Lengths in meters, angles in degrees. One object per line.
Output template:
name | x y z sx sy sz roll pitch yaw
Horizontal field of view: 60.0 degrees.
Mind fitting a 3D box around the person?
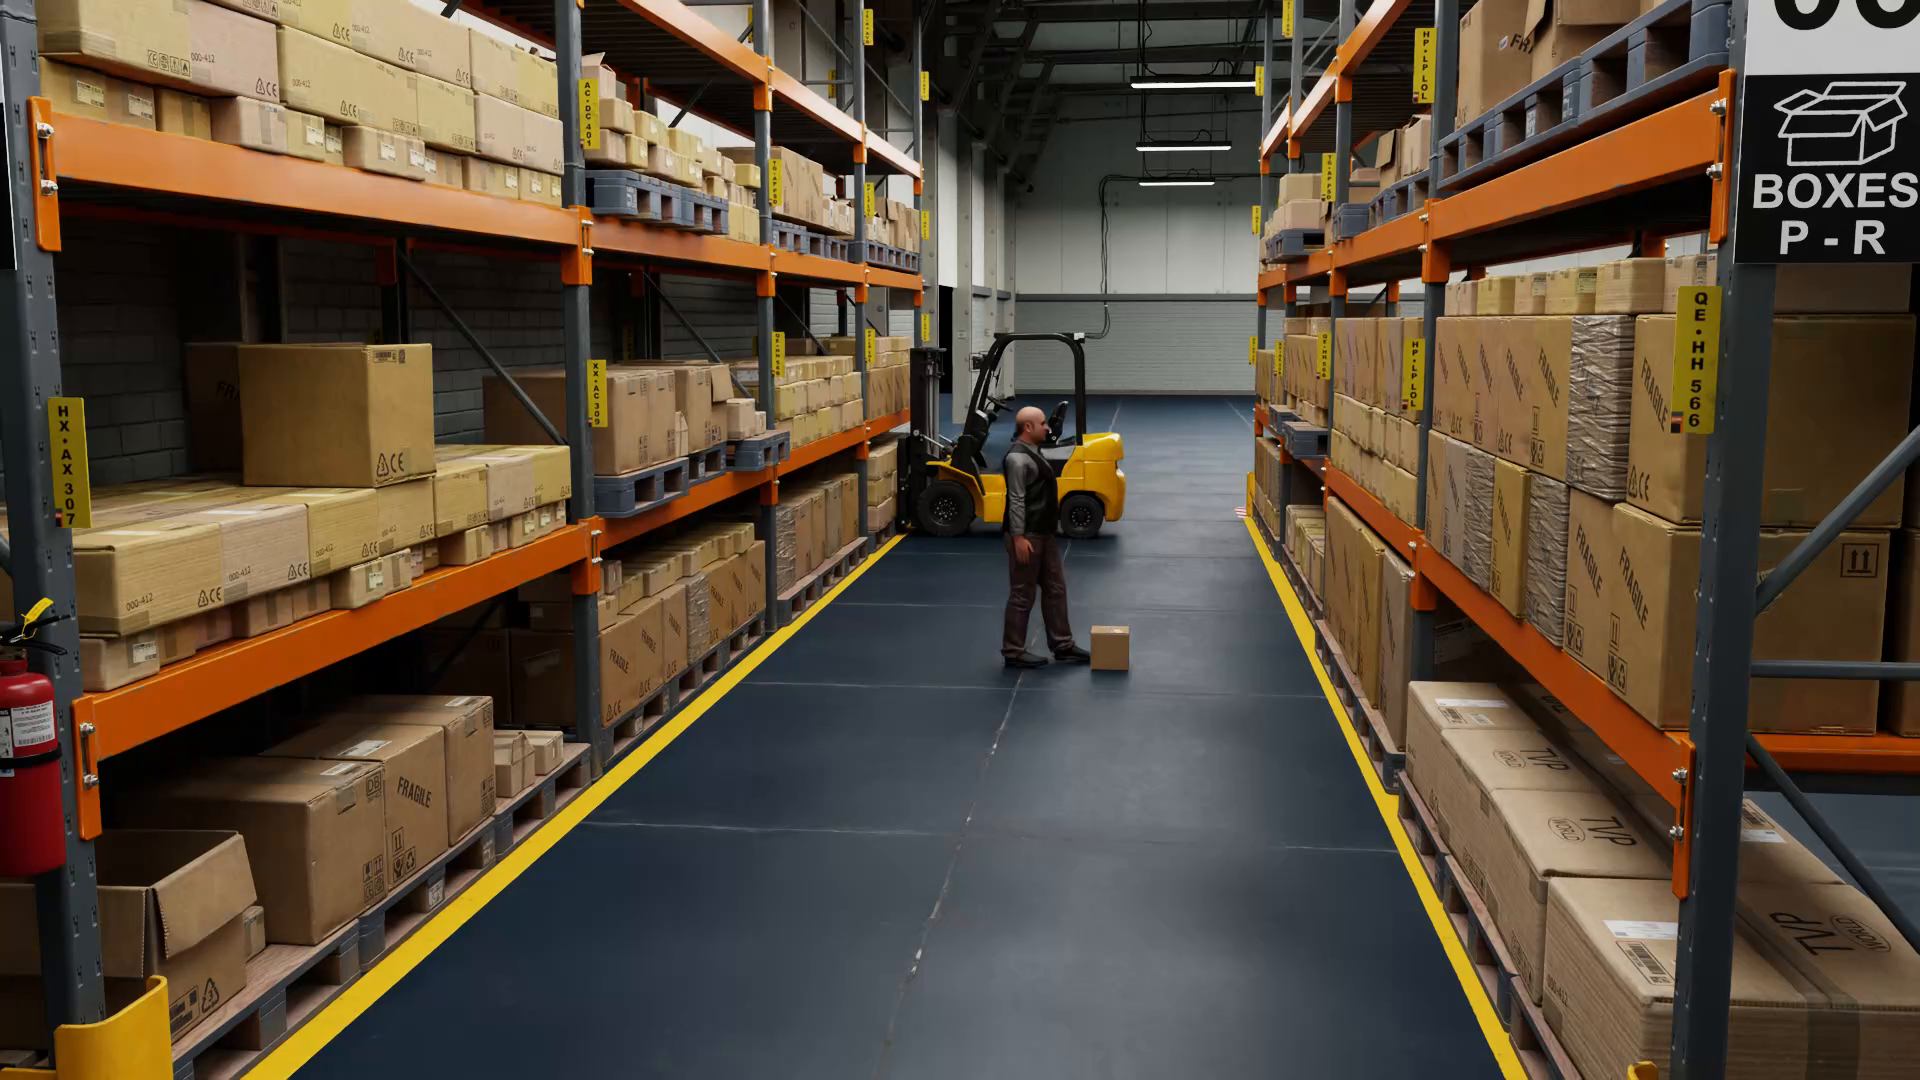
person | 0.582 -0.018 10.959 0.623 1.720 0.565 2 8 15
